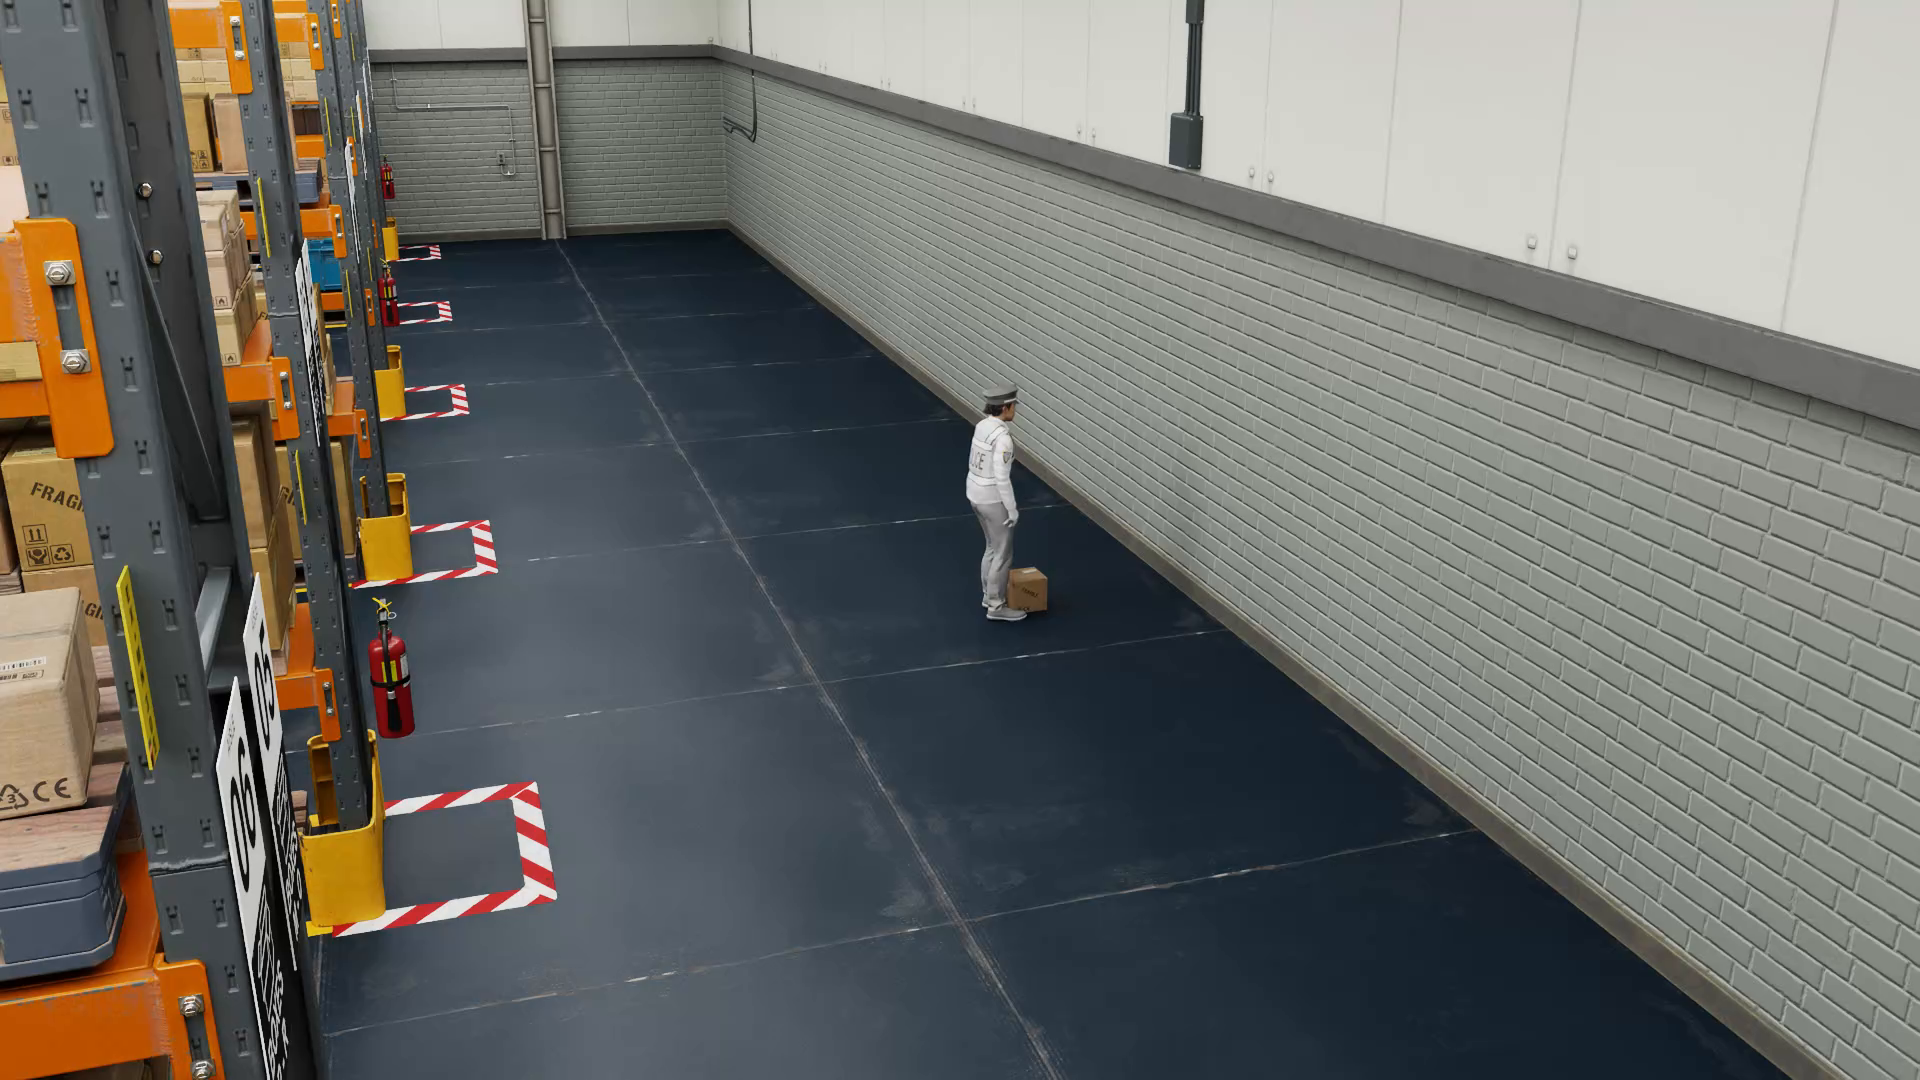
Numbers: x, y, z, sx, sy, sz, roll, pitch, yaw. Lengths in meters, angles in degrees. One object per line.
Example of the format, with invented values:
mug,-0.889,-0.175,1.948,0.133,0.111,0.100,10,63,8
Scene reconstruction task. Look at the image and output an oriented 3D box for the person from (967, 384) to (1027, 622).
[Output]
person,0.265,-0.278,11.849,0.406,1.666,0.544,-7,21,-19
